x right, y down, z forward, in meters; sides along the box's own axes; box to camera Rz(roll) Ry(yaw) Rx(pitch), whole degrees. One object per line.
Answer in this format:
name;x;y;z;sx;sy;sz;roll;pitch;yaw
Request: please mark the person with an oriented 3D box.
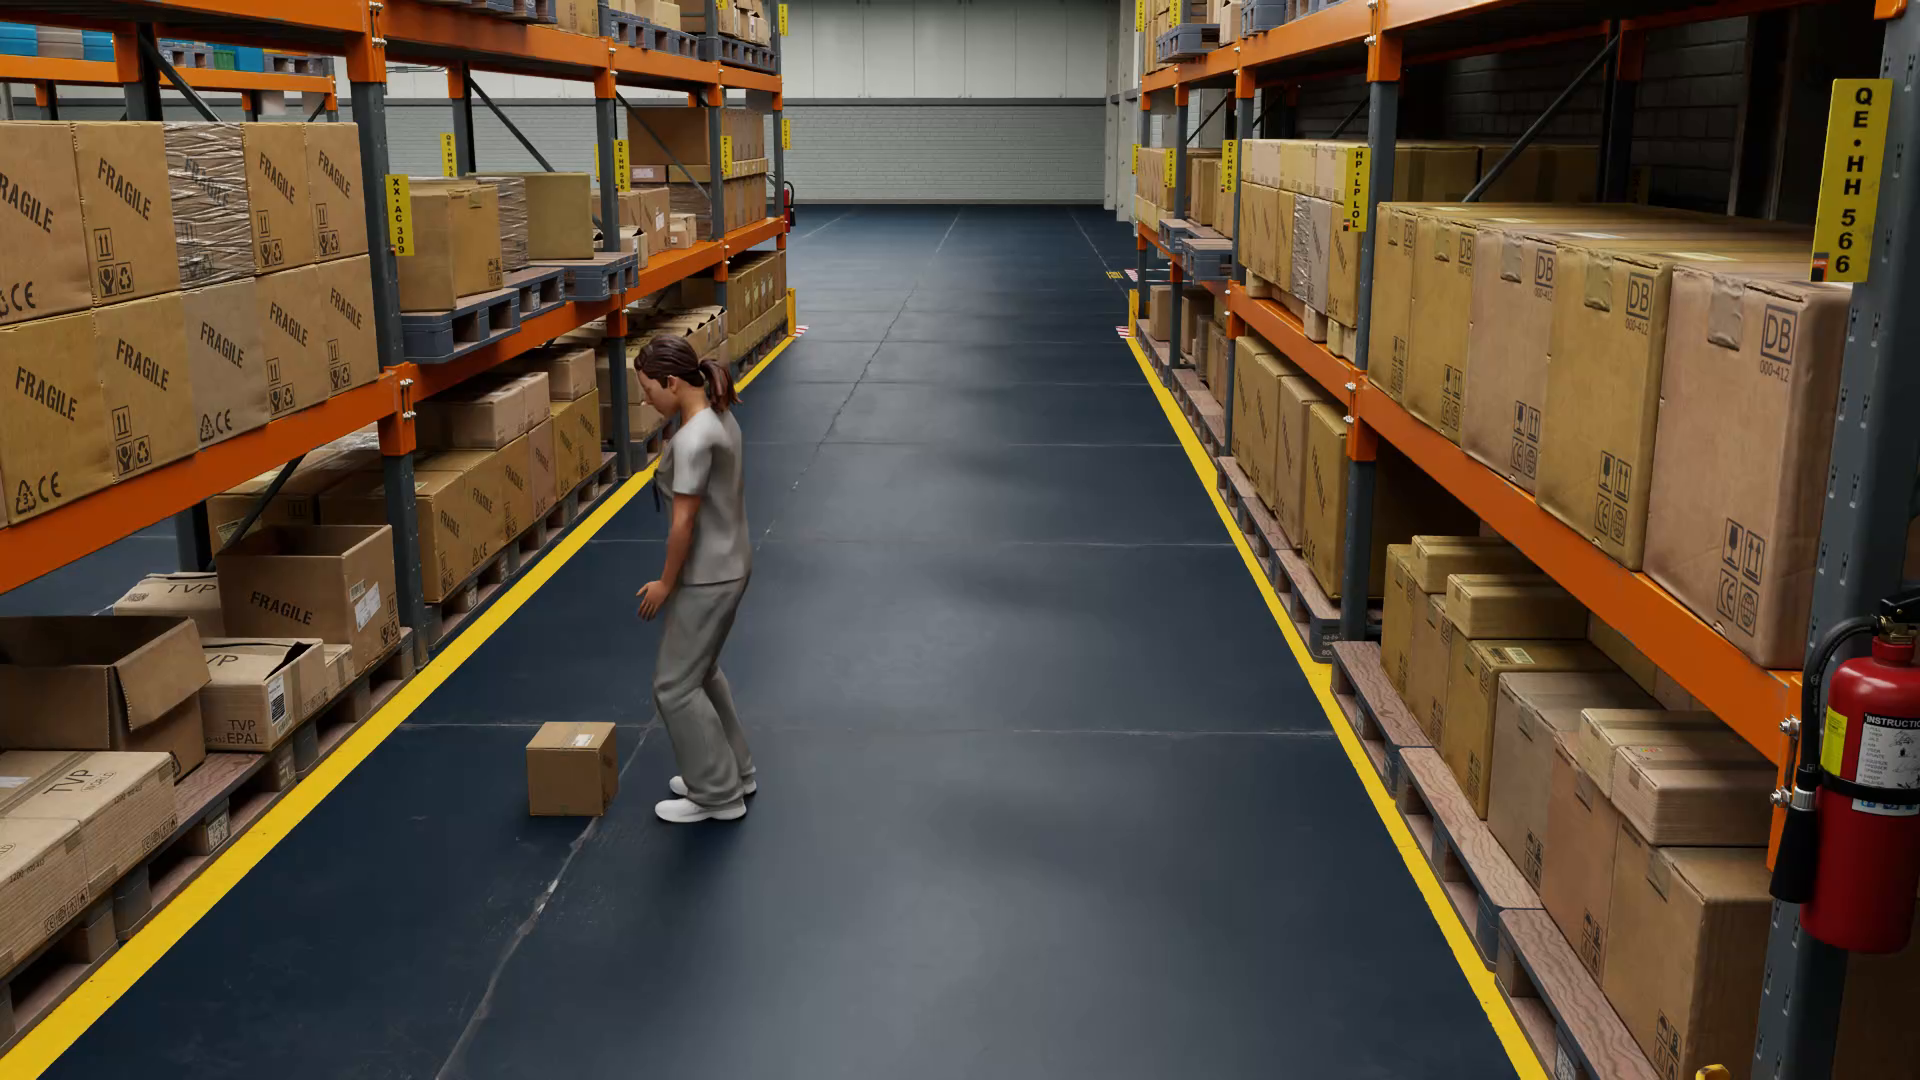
person;-0.878;0.132;5.554;0.354;1.645;0.456;1;14;3
